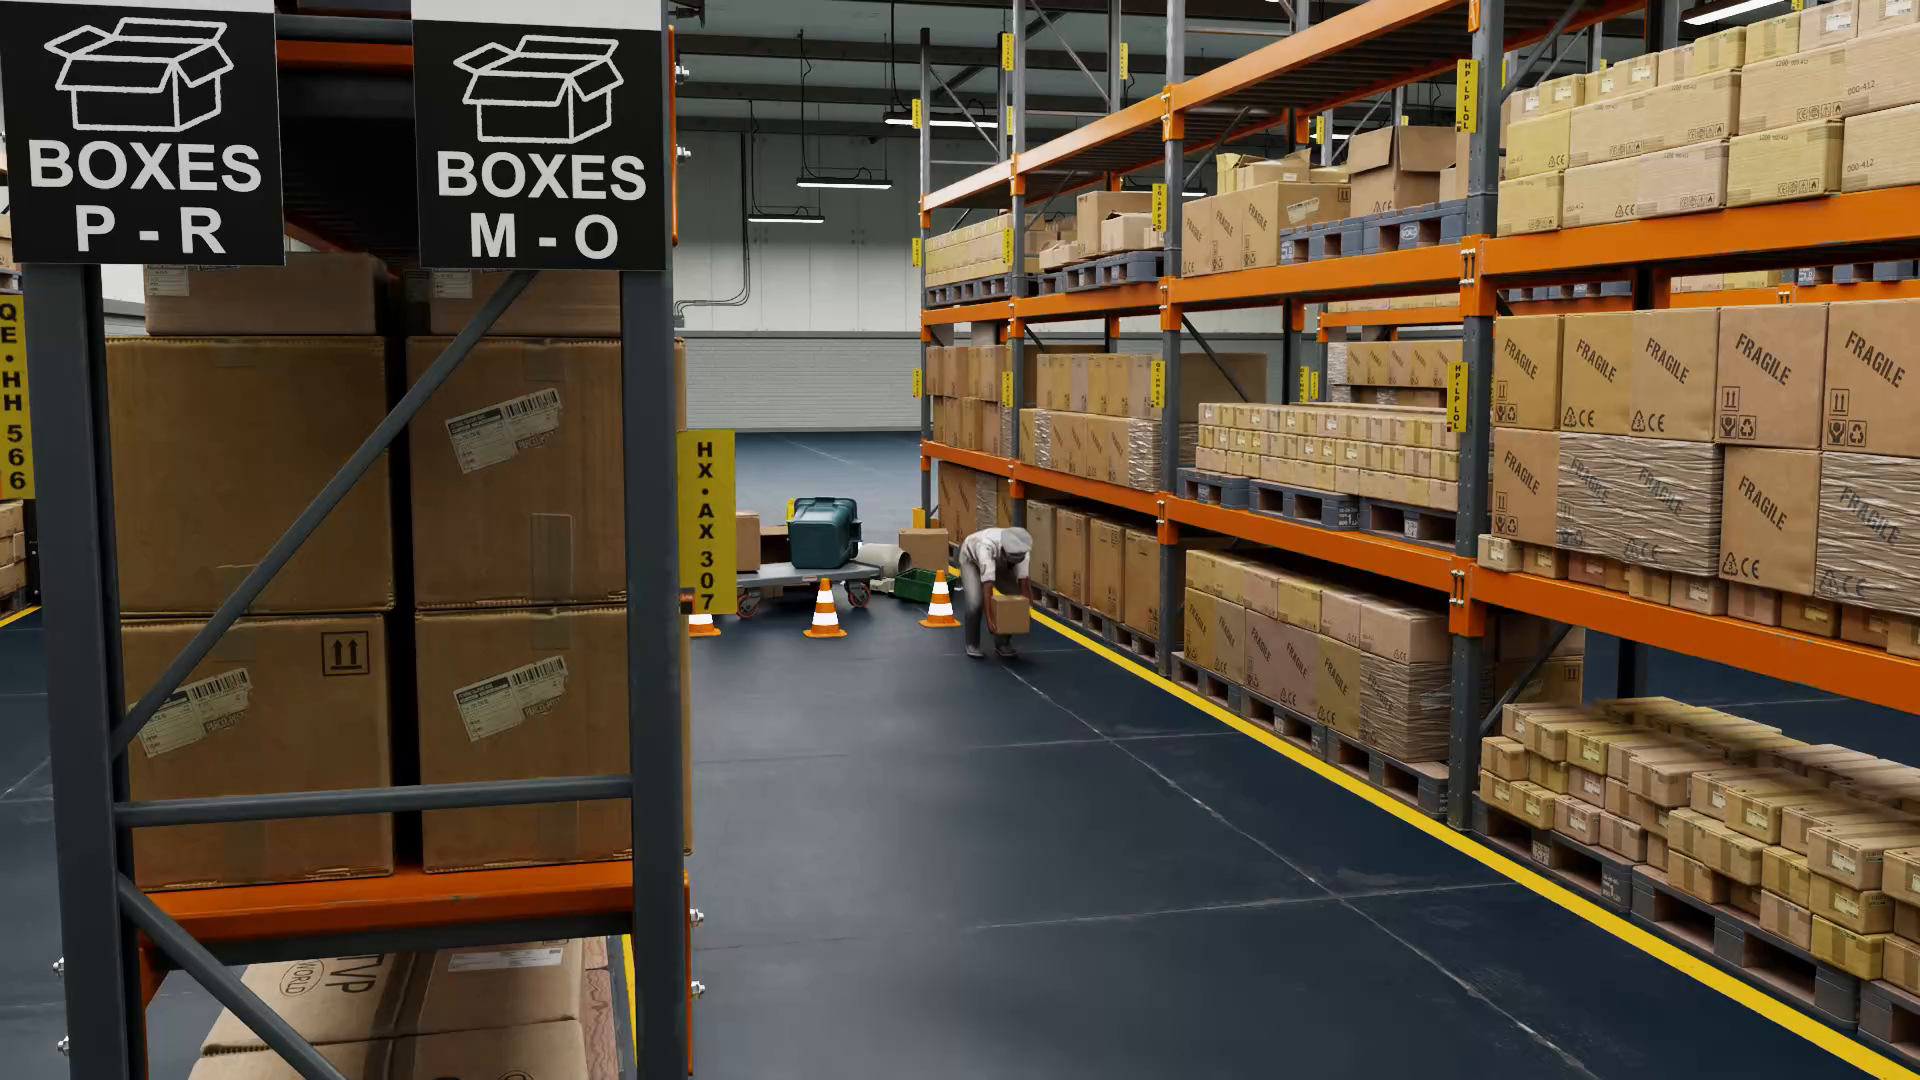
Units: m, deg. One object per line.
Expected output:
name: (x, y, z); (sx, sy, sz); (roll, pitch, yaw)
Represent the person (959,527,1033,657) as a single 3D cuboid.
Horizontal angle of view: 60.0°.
person: (0.279, 0.387, 12.572); (0.452, 1.030, 0.932); (-2, 7, -17)
